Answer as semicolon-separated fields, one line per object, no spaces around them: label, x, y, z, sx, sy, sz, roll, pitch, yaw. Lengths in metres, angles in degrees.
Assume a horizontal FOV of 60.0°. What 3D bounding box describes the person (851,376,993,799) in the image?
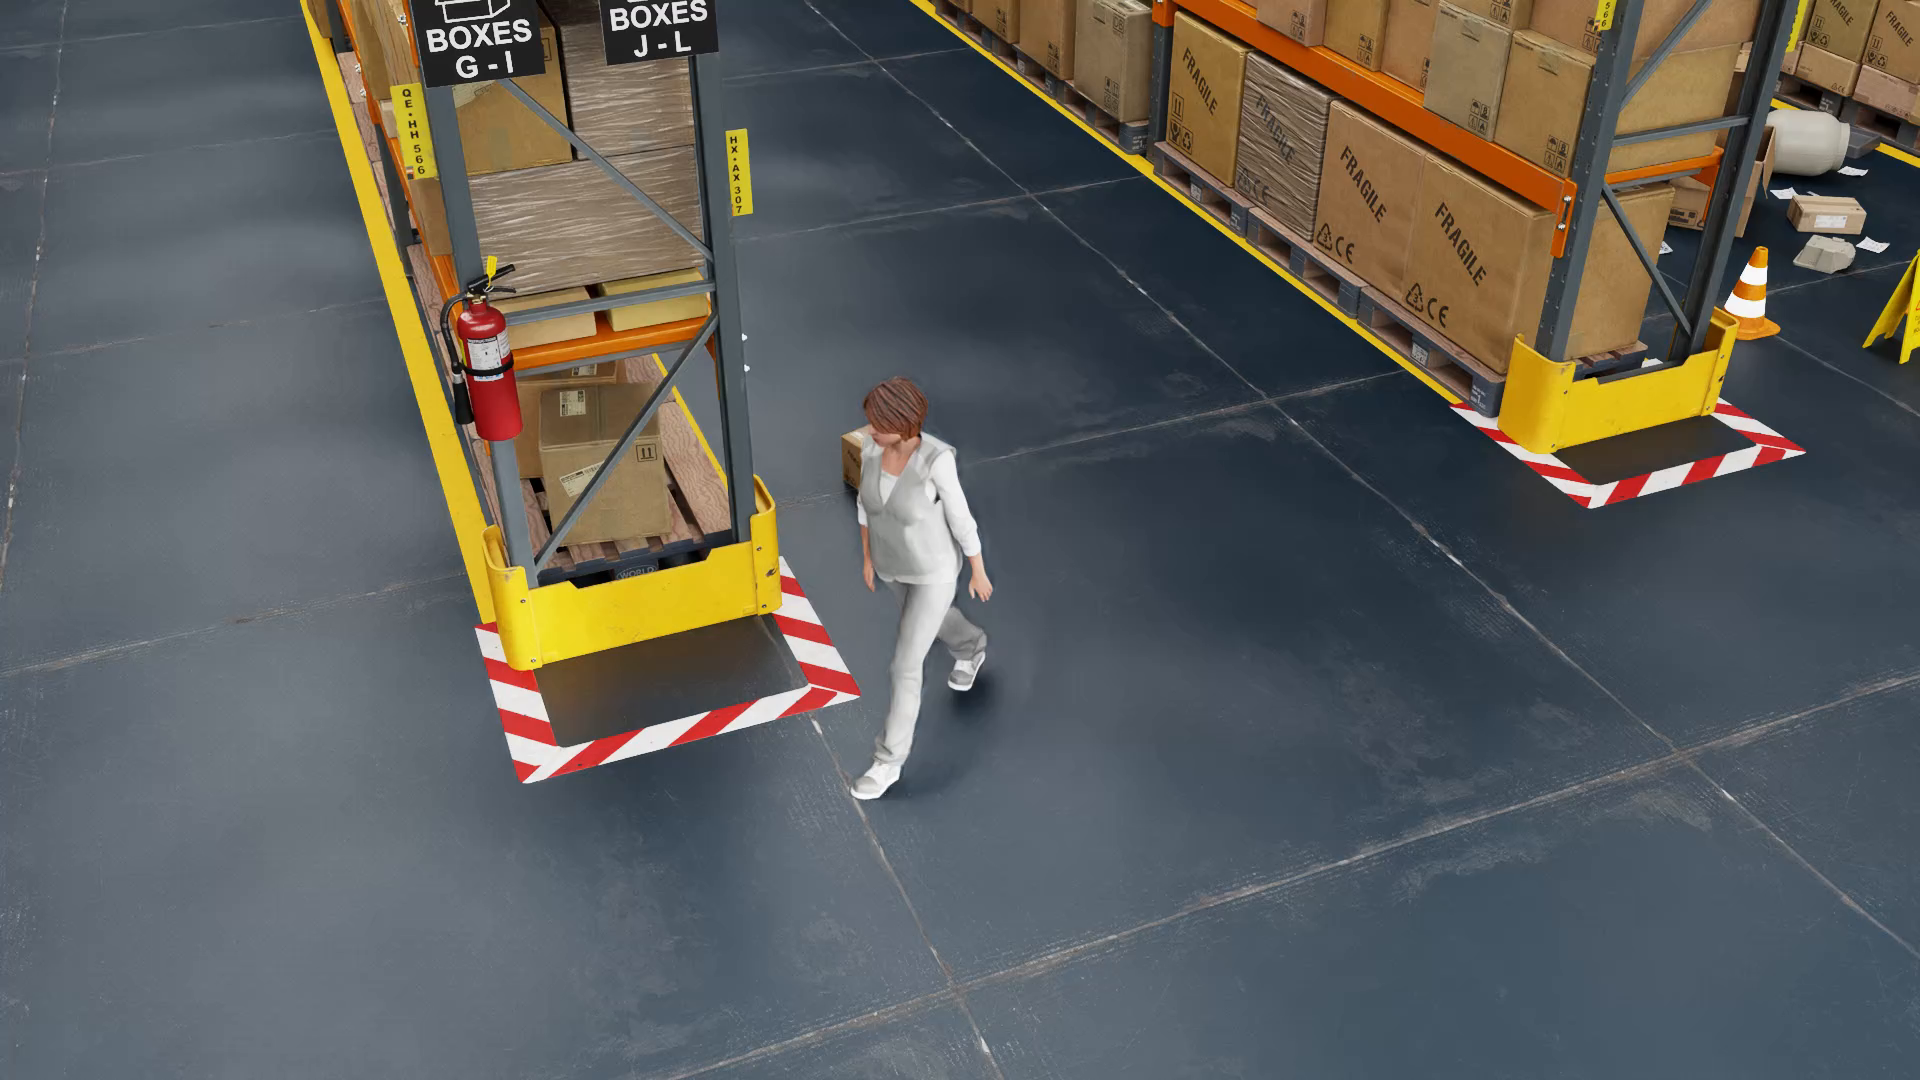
person;-0.170;0.099;6.012;0.491;1.527;0.980;24;41;31
